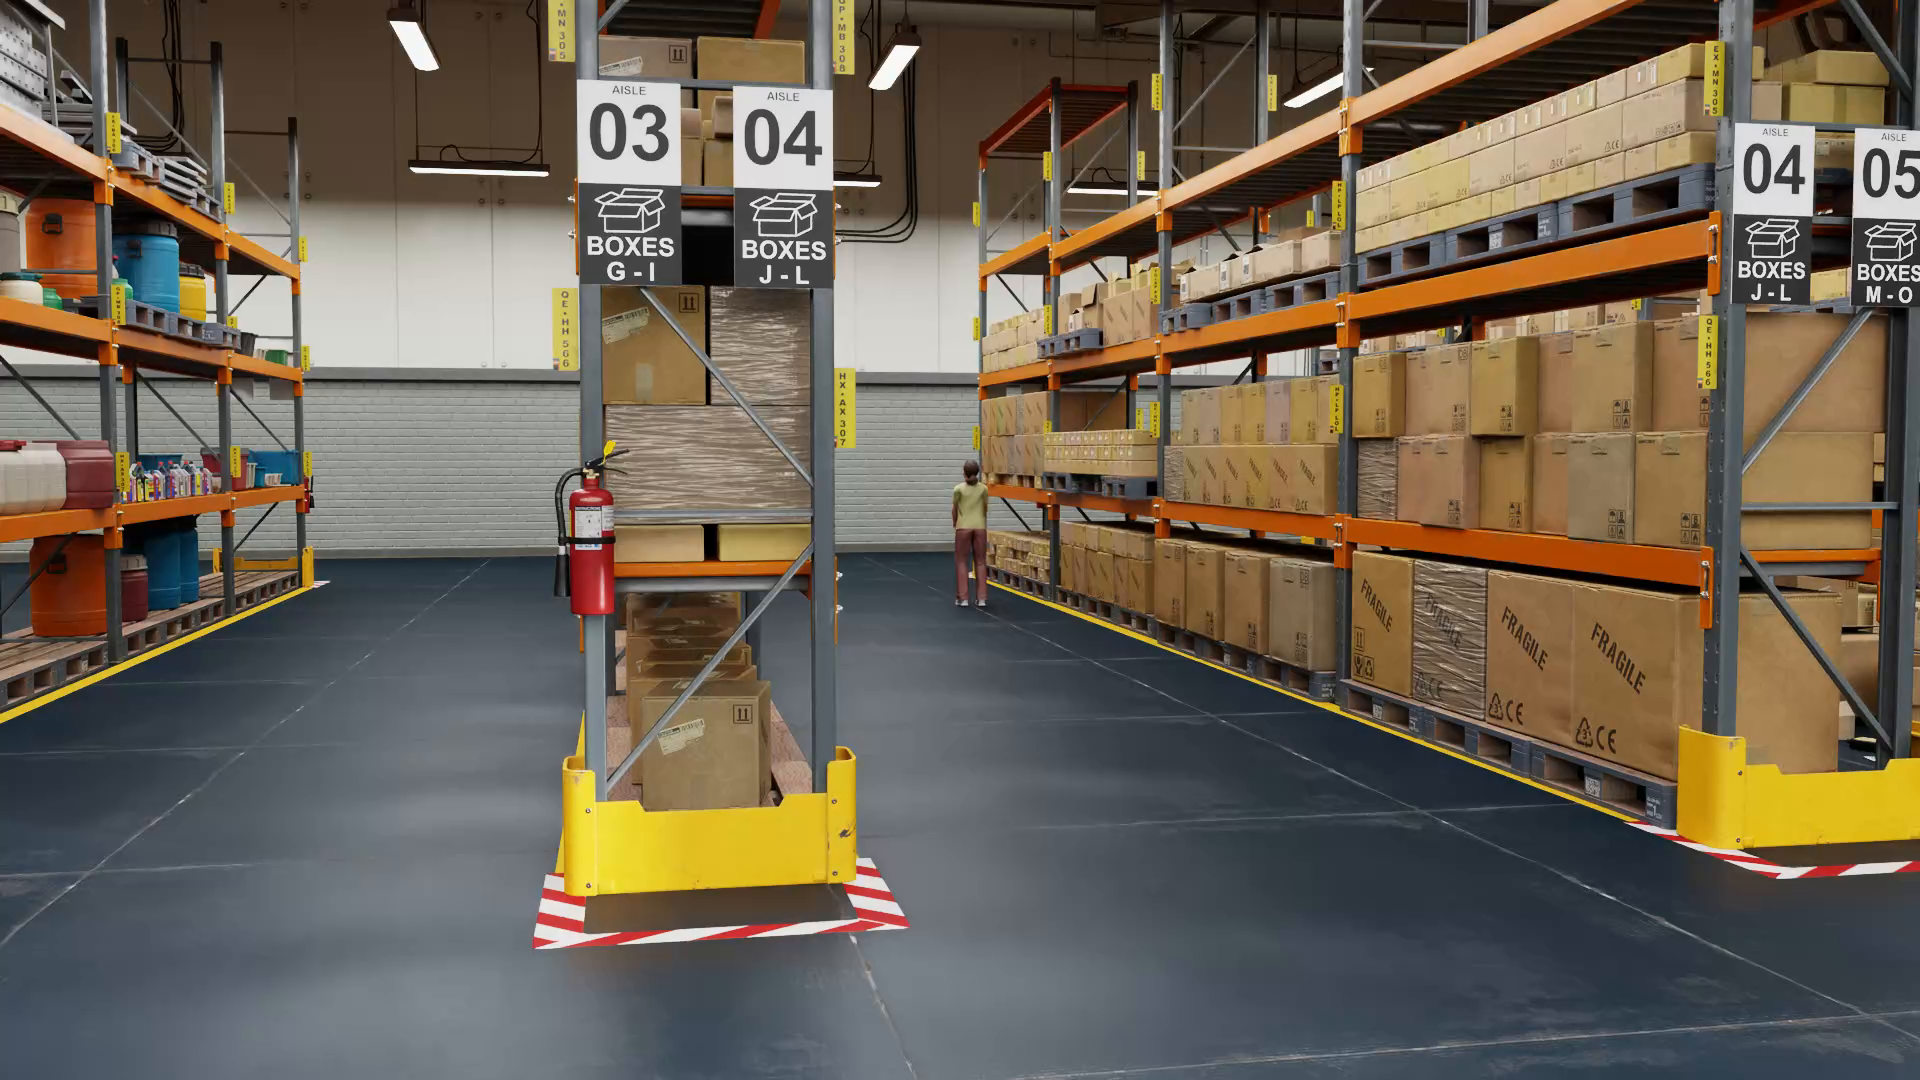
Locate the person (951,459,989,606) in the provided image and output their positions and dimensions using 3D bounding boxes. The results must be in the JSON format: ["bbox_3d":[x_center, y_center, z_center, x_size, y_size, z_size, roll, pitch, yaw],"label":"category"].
[{"bbox_3d":[0.106,-0.078,18.833,0.428,1.645,0.552,-1,3,-11],"label":"person"}]
